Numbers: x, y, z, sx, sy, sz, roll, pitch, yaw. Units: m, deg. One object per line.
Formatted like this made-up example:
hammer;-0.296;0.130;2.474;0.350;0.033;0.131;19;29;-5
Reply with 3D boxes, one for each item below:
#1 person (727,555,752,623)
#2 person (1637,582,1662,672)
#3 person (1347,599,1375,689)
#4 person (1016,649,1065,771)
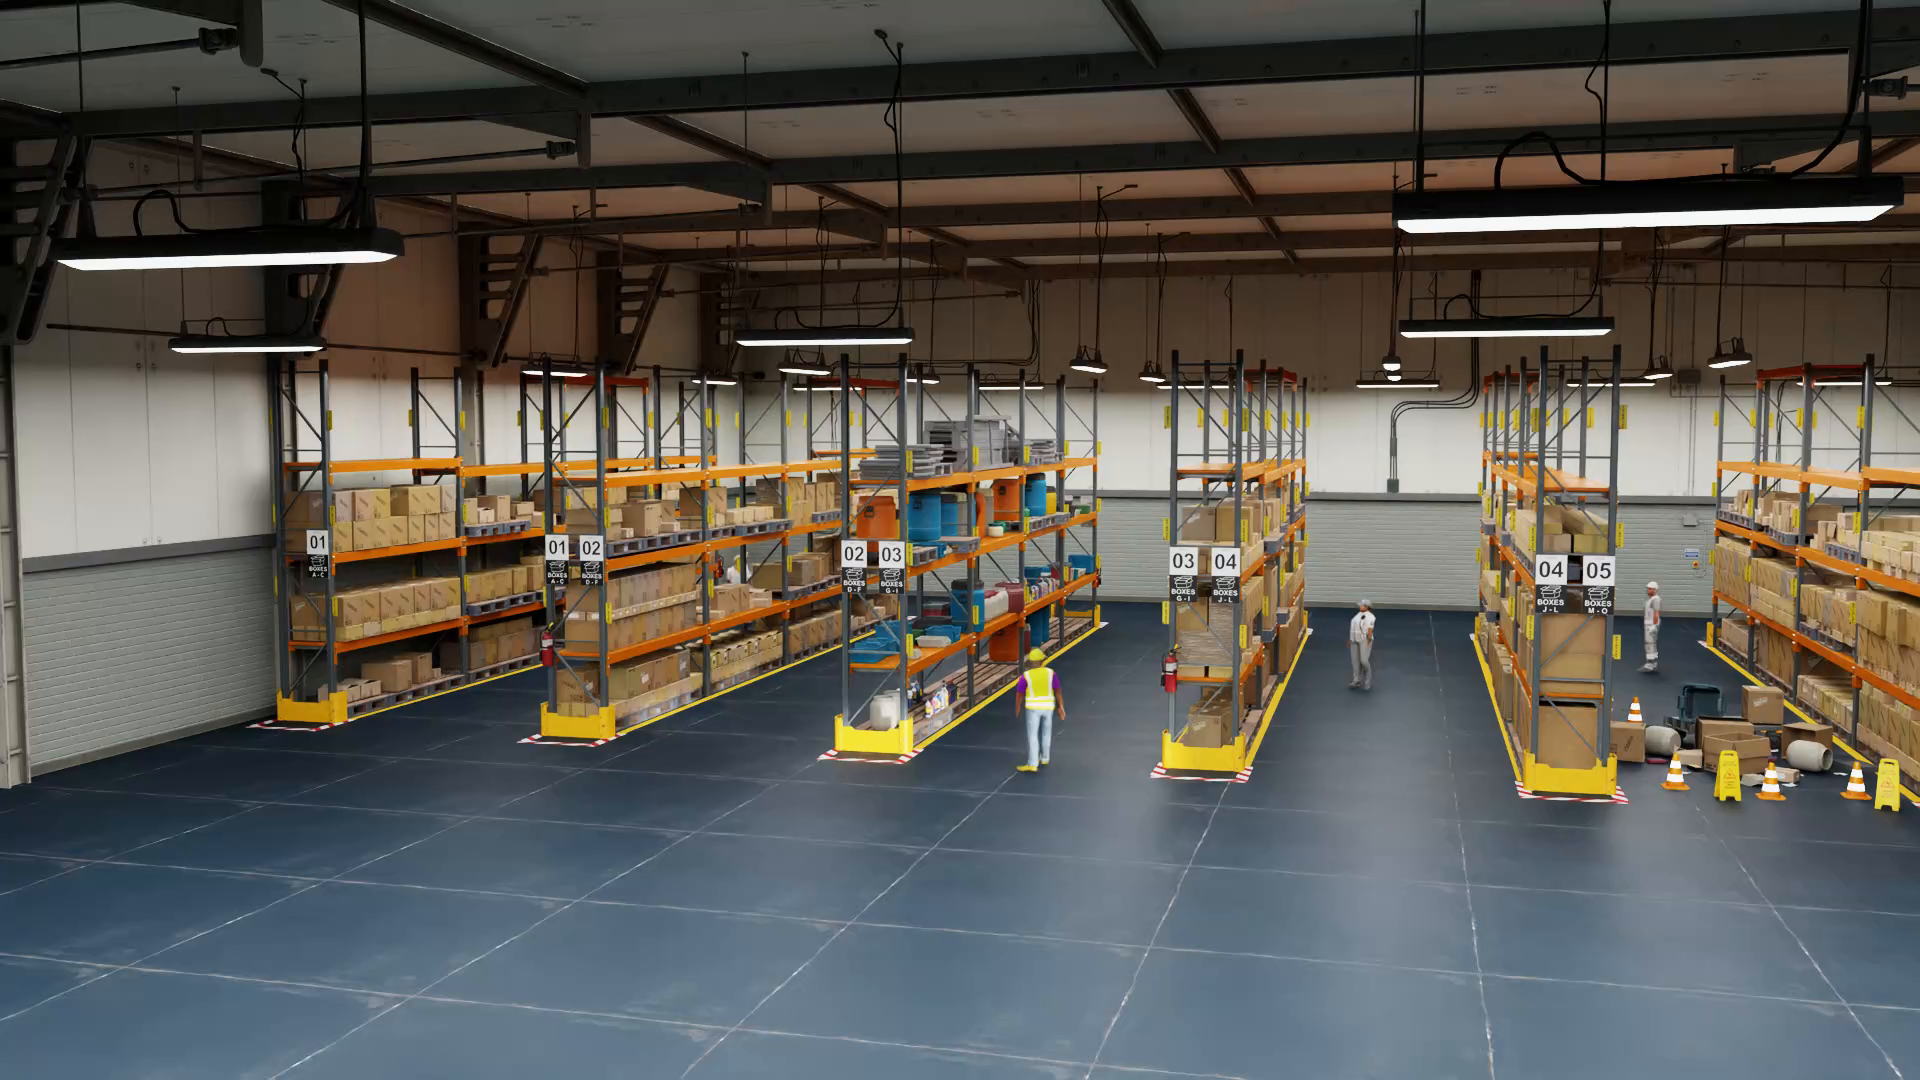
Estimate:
person;-5.385;1.229;40.394;0.687;1.719;1.050;1;4;19
person;13.799;1.727;33.220;0.421;1.793;0.606;2;5;30
person;7.515;1.970;31.206;0.458;1.732;0.550;-3;5;-37
person;1.123;2.421;23.907;0.734;1.740;0.915;-1;4;-11
